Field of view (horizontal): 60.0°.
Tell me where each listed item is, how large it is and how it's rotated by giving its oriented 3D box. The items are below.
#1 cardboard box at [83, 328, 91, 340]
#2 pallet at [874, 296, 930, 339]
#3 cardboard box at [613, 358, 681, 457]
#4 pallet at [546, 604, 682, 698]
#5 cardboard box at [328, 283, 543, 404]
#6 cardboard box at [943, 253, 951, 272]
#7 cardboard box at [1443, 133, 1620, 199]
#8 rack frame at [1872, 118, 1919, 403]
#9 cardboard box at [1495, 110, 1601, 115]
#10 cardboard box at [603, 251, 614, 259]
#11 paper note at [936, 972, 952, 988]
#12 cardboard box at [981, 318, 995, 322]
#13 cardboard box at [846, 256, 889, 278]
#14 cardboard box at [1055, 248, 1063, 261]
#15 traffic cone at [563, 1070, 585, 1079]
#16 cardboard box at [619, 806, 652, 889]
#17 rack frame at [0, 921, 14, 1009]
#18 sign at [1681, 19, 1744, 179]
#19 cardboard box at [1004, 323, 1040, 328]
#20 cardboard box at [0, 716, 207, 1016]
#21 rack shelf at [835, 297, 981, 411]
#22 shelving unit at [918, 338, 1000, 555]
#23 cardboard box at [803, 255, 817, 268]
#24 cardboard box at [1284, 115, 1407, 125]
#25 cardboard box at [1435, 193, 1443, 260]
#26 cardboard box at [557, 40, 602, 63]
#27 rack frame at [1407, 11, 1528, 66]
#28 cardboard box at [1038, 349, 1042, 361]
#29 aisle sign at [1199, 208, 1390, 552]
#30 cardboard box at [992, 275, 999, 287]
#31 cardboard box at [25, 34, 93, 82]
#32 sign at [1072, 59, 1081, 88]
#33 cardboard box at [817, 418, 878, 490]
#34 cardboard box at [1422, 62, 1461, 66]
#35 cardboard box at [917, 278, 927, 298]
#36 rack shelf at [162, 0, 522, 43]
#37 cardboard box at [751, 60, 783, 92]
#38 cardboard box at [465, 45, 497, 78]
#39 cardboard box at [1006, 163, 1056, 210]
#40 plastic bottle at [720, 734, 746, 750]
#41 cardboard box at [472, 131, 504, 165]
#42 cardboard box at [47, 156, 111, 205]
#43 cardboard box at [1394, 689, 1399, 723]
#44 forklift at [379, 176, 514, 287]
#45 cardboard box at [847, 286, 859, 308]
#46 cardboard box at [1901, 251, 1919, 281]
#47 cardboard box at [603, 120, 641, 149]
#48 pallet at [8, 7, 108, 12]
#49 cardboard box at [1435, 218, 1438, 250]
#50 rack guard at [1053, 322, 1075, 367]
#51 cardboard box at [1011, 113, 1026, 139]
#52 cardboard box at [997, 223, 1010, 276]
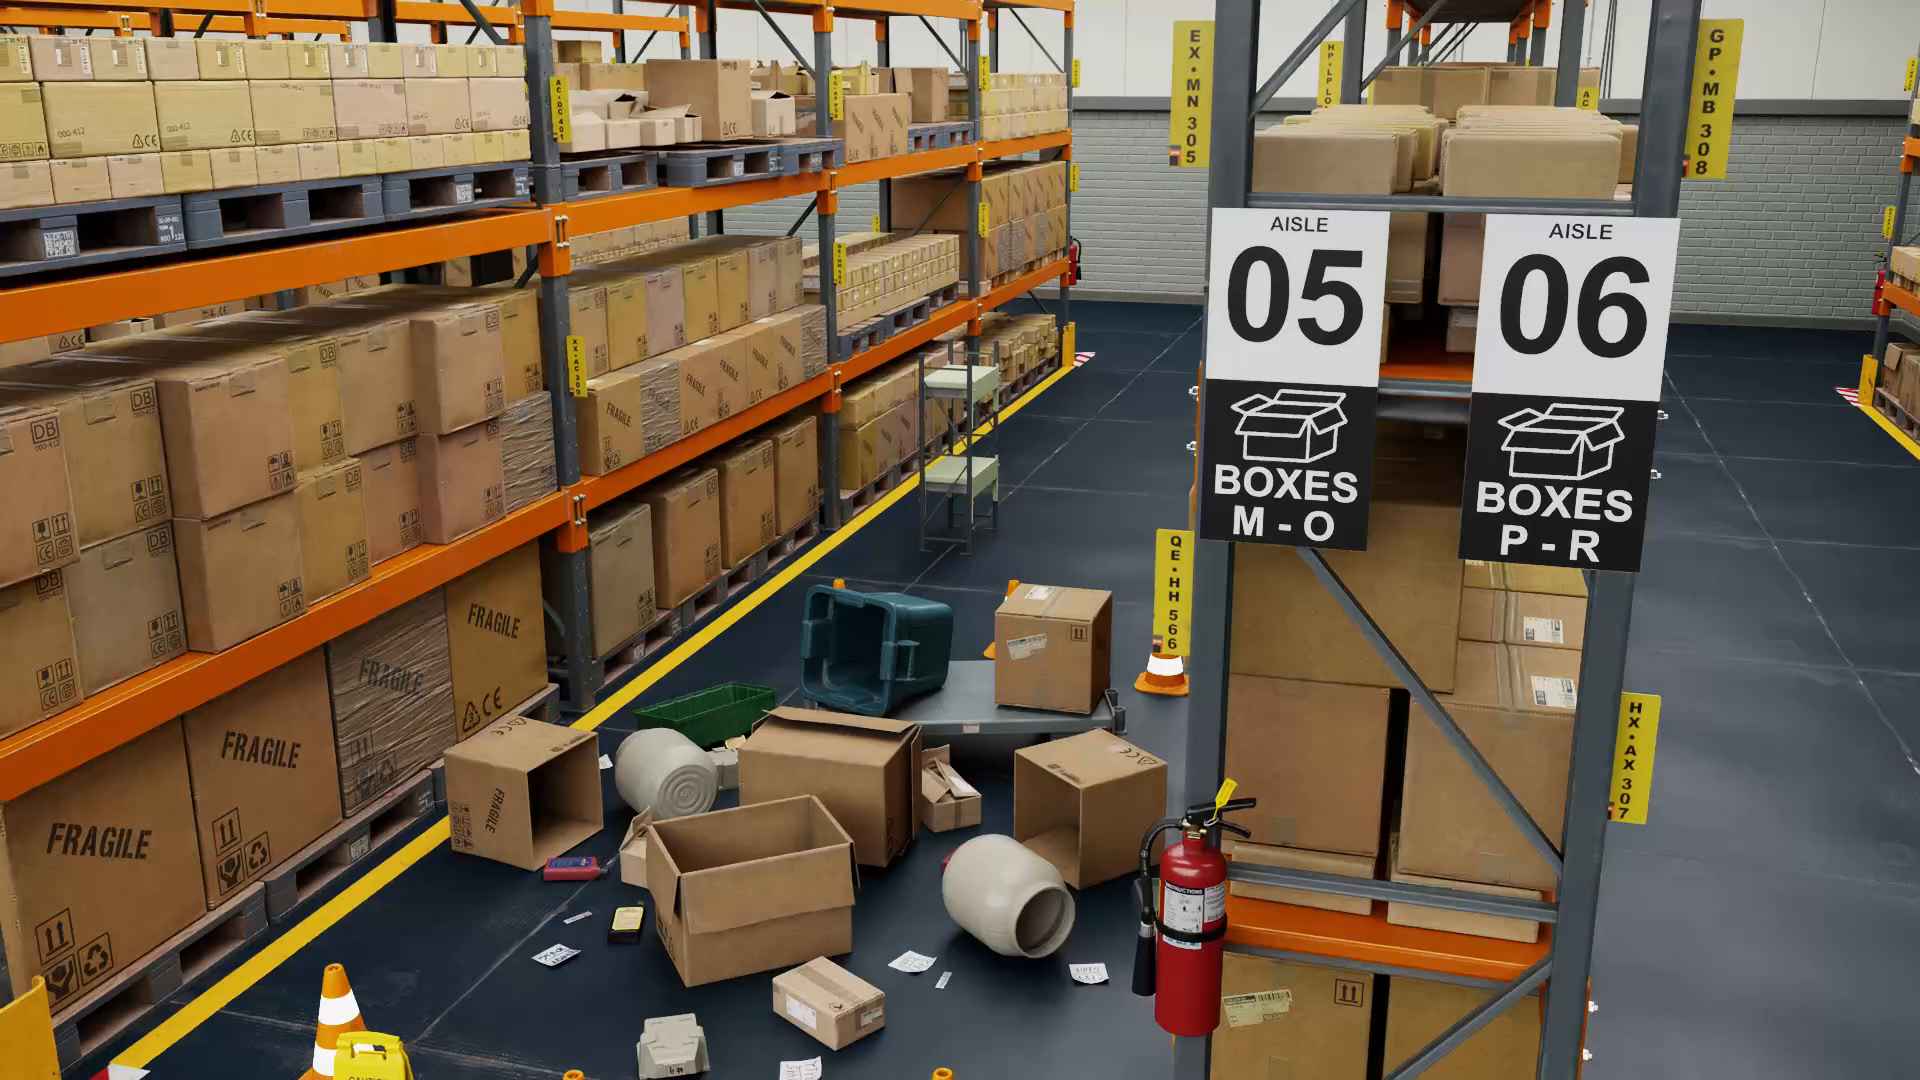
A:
[{"bbox_3d":[-6.861,-1.680,12.761,0.500,0.250,0.500,4,16,14],"label":"cardboard box"},{"bbox_3d":[-0.915,-1.989,14.695,1.003,0.211,1.213,5,16,16],"label":"pallet"},{"bbox_3d":[-2.024,-0.810,10.006,0.500,0.500,0.500,5,17,16],"label":"cardboard box"},{"bbox_3d":[-2.428,0.620,10.255,1.003,0.211,1.213,5,16,16],"label":"pallet"},{"bbox_3d":[-2.712,-1.011,8.643,0.875,0.550,0.550,5,16,16],"label":"cardboard box"},{"bbox_3d":[-0.299,-2.642,15.793,0.380,0.149,0.250,5,17,16],"label":"cardboard box"},{"bbox_3d":[1.360,-0.892,3.981,0.380,0.149,0.250,5,16,15],"label":"cardboard box"},{"bbox_3d":[10.370,-2.911,17.597,1.000,3.000,0.127,5,16,16],"label":"rack frame"},{"bbox_3d":[2.211,-1.549,6.295,0.380,0.149,0.250,5,17,18],"label":"cardboard box"},{"bbox_3d":[-4.257,-3.287,19.382,0.380,0.149,0.250,5,17,17],"label":"cardboard box"},{"bbox_3d":[-0.064,1.754,6.628,0.032,0.001,0.123,5,16,16],"label":"paper note"},{"bbox_3d":[0.203,-2.521,19.586,0.380,0.149,0.250,5,16,16],"label":"cardboard box"},{"bbox_3d":[-0.822,-2.308,14.069,0.380,0.149,0.250,5,17,18],"label":"cardboard box"},{"bbox_3d":[1.014,-3.425,19.867,0.380,0.149,0.250,5,16,16],"label":"cardboard box"},{"bbox_3d":[-1.212,1.901,5.278,0.336,0.463,0.334,5,16,16],"label":"traffic cone"},{"bbox_3d":[-1.297,1.395,7.426,0.396,0.266,0.258,8,18,25],"label":"cardboard box"},{"bbox_3d":[-3.715,0.533,5.454,0.949,2.616,0.053,5,16,16],"label":"rack frame"},{"bbox_3d":[1.584,-0.931,3.516,0.100,0.325,0.005,5,16,16],"label":"sign"},{"bbox_3d":[0.715,-2.410,19.193,0.380,0.149,0.250,4,16,14],"label":"cardboard box"},{"bbox_3d":[-3.582,1.171,6.329,0.875,0.875,0.875,5,17,16],"label":"cardboard box"},{"bbox_3d":[-0.870,-1.737,14.775,1.077,0.370,4.000,5,16,16],"label":"rack shelf"},{"bbox_3d":[-0.002,-0.720,12.619,0.431,1.500,0.755,5,16,16],"label":"shelving unit"},{"bbox_3d":[-1.444,-2.358,14.246,0.380,0.149,0.250,5,16,16],"label":"cardboard box"},{"bbox_3d":[1.280,-1.330,5.525,0.380,0.149,0.250,5,17,17],"label":"cardboard box"},{"bbox_3d":[1.737,-1.002,5.099,0.500,0.250,0.500,5,17,18],"label":"cardboard box"},{"bbox_3d":[-4.475,-5.638,19.203,0.500,0.250,0.500,4,16,14],"label":"cardboard box"},{"bbox_3d":[4.473,-5.135,14.443,1.000,3.000,0.127,5,16,16],"label":"rack frame"},{"bbox_3d":[0.752,-2.192,19.515,0.380,0.149,0.250,5,16,16],"label":"cardboard box"},{"bbox_3d":[0.768,-0.366,3.860,0.394,0.787,0.004,5,16,16],"label":"aisle sign"},{"bbox_3d":[0.203,-2.752,17.495,0.380,0.149,0.250,4,16,13],"label":"cardboard box"},{"bbox_3d":[-3.167,-1.618,5.586,0.380,0.149,0.250,4,16,15],"label":"cardboard box"},{"bbox_3d":[1.362,-5.474,19.510,0.100,0.325,0.005,5,16,16],"label":"sign"},{"bbox_3d":[-0.992,-0.725,13.698,0.500,0.500,0.500,4,16,14],"label":"cardboard box"},{"bbox_3d":[4.826,-4.347,16.020,0.797,0.503,0.637,6,17,20],"label":"cardboard box"},{"bbox_3d":[-0.515,-2.296,15.119,0.380,0.149,0.250,4,16,13],"label":"cardboard box"},{"bbox_3d":[-5.596,-4.842,15.460,1.077,0.370,4.000,5,16,16],"label":"rack shelf"},{"bbox_3d":[-1.572,-3.545,12.748,0.396,0.266,0.258,5,16,16],"label":"cardboard box"},{"bbox_3d":[-2.445,-2.283,7.930,0.380,0.149,0.250,5,16,16],"label":"cardboard box"},{"bbox_3d":[0.800,-4.053,19.063,0.500,0.500,0.500,4,16,14],"label":"cardboard box"},{"bbox_3d":[-1.206,1.090,8.876,0.133,0.061,0.283,-4,16,-13],"label":"plastic bottle"},{"bbox_3d":[-2.443,-1.900,8.040,0.380,0.149,0.250,5,17,17],"label":"cardboard box"},{"bbox_3d":[-3.163,-1.236,5.701,0.380,0.149,0.250,5,16,16],"label":"cardboard box"},{"bbox_3d":[1.246,0.275,5.635,0.500,0.500,0.500,5,16,16],"label":"cardboard box"},{"bbox_3d":[-4.295,-1.626,13.190,1.130,2.935,3.031,7,17,24],"label":"forklift"},{"bbox_3d":[-1.033,-1.966,13.410,0.380,0.149,0.250,5,17,19],"label":"cardboard box"},{"bbox_3d":[9.840,-2.753,16.767,0.500,0.250,0.500,5,17,16],"label":"cardboard box"},{"bbox_3d":[-2.042,-2.338,9.585,0.250,0.149,0.380,5,16,16],"label":"cardboard box"},{"bbox_3d":[-9.982,-5.786,17.815,1.003,0.211,1.213,5,16,16],"label":"pallet"},{"bbox_3d":[1.784,-1.278,6.802,0.380,0.149,0.250,5,16,16],"label":"cardboard box"},{"bbox_3d":[0.814,-2.430,20.482,1.175,0.500,0.348,5,16,16],"label":"rack guard"},{"bbox_3d":[0.384,-4.344,17.427,0.500,0.250,0.500,5,17,18],"label":"cardboard box"},{"bbox_3d":[0.215,-3.038,17.313,0.500,0.500,0.500,5,16,16],"label":"cardboard box"}]
